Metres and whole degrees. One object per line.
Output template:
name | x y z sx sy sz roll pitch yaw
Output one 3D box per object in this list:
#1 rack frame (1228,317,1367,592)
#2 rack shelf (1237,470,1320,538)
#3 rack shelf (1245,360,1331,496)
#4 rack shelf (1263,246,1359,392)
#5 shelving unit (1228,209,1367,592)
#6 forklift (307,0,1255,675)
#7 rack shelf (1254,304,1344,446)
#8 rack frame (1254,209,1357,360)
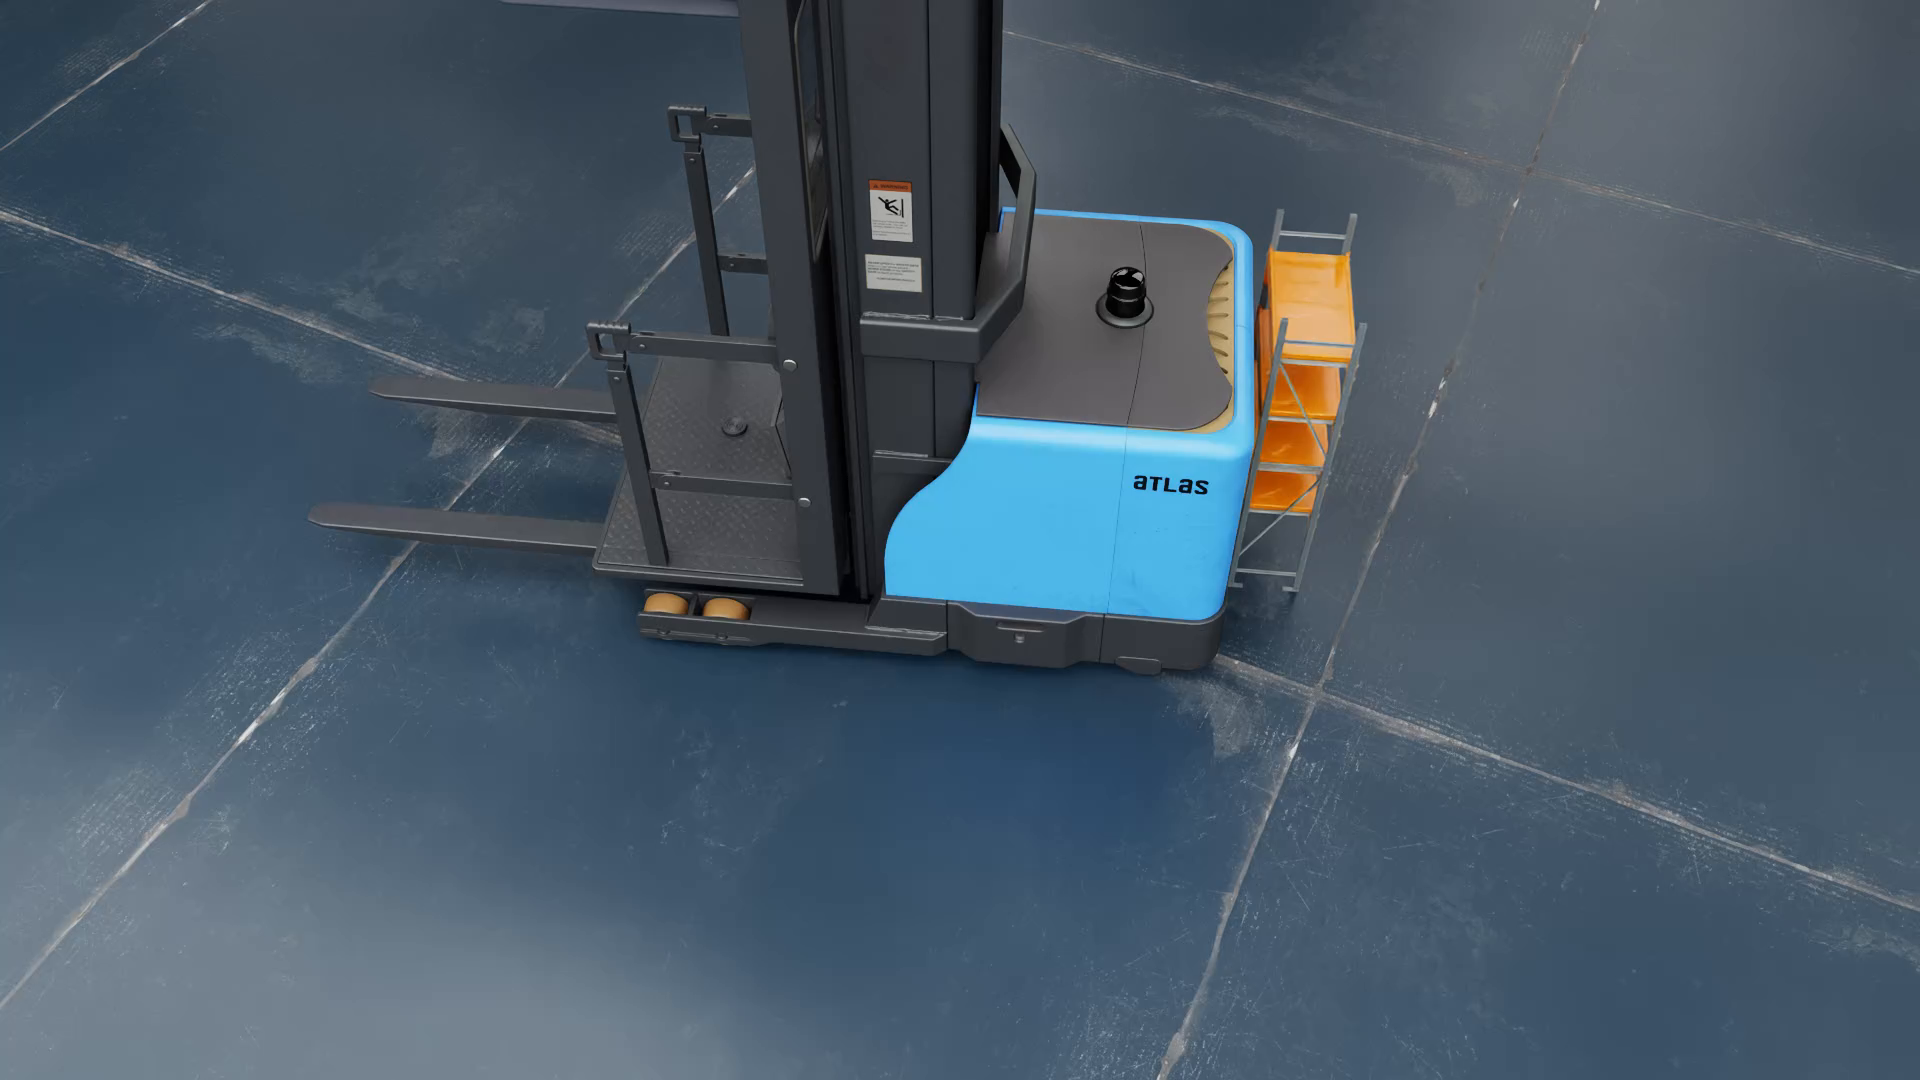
rack frame | 1.024 -0.227 5.154 0.240 1.200 0.015 5 50 3
rack shelf | 1.047 -0.240 5.514 0.258 0.148 0.480 5 50 3
rack shelf | 1.048 -0.369 5.363 0.258 0.148 0.480 5 50 3
rack shelf | 1.051 -0.667 5.012 0.258 0.148 0.480 5 50 3
shelving unit | 1.049 -0.412 5.312 0.258 1.200 0.503 5 50 3
forklift | -0.627 -1.002 4.678 3.031 2.935 1.130 5 50 4
rack shelf | 1.050 -0.513 5.192 0.258 0.148 0.480 5 50 3
rack frame | 1.073 -0.597 5.469 0.240 1.200 0.015 5 50 3
